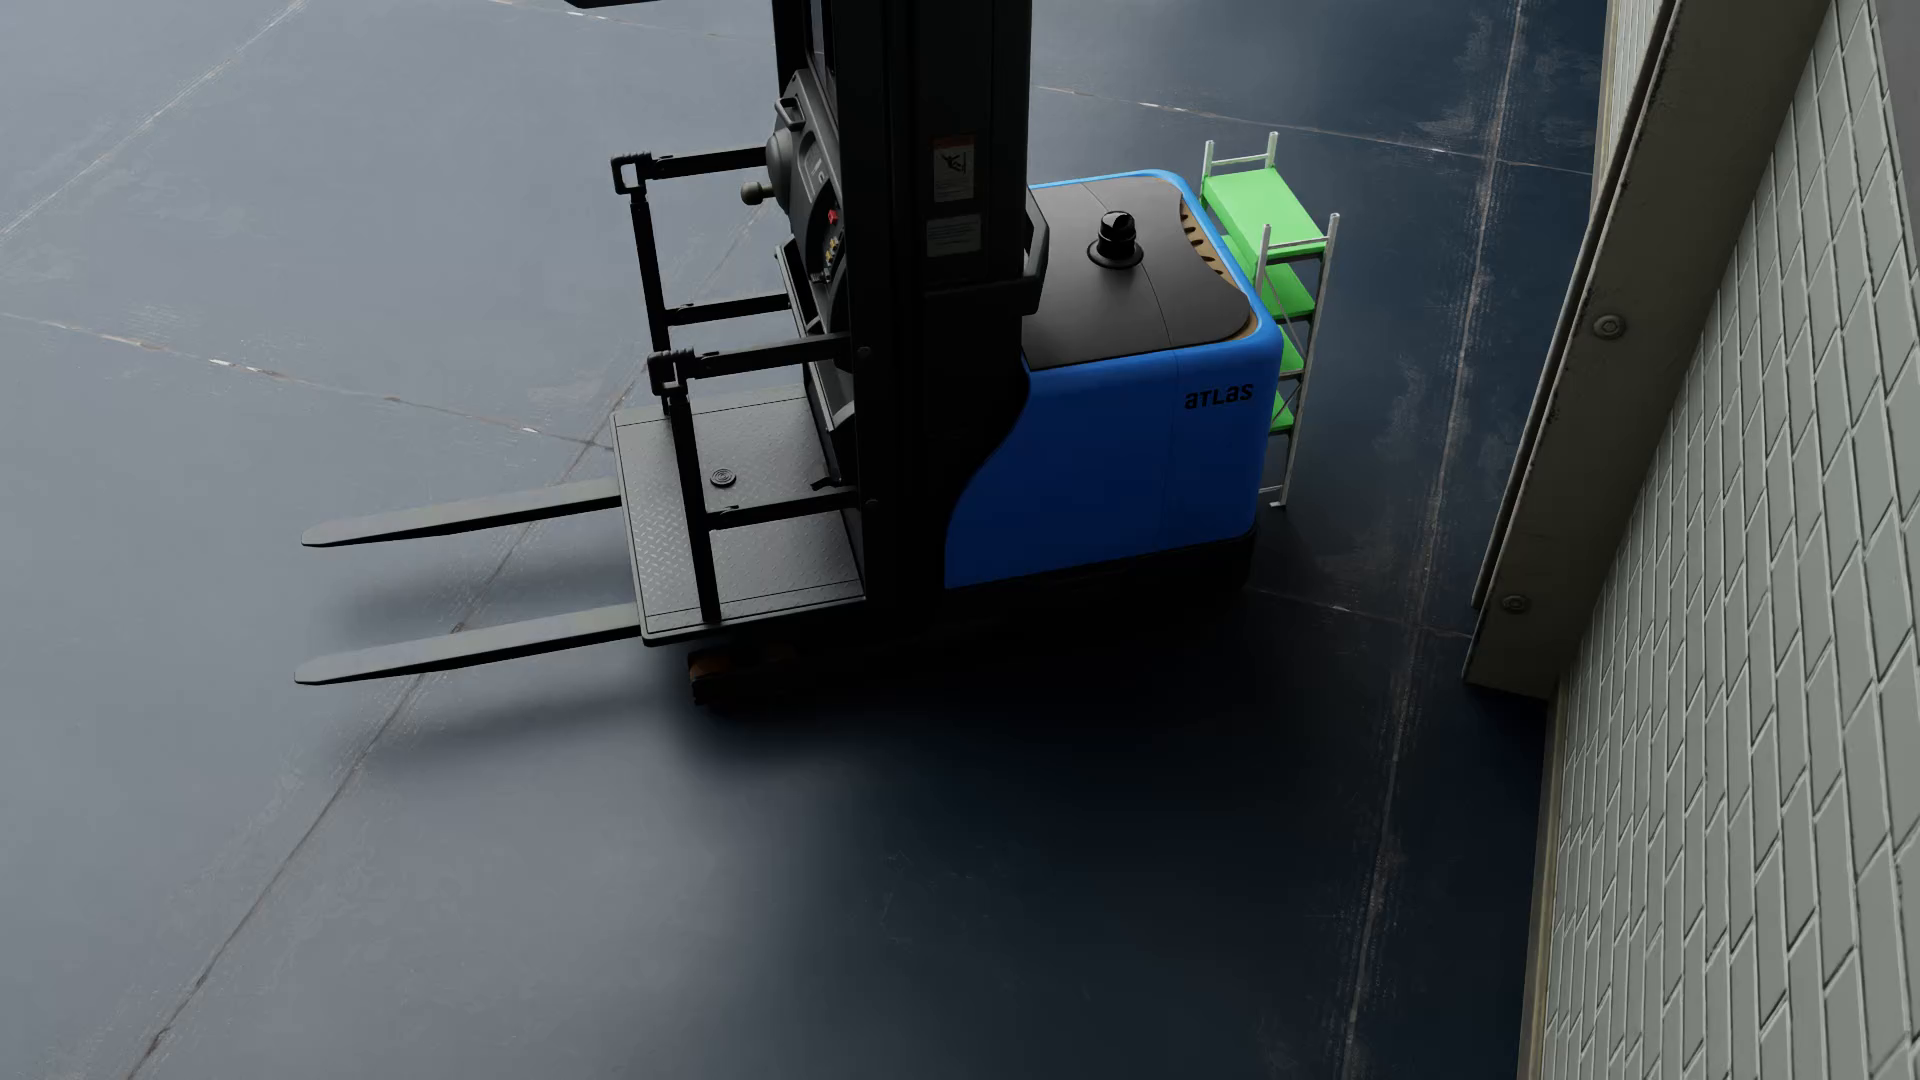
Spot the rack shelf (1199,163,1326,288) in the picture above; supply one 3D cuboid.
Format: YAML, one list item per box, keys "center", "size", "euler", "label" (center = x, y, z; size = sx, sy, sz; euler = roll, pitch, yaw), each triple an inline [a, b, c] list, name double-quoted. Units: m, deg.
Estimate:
- center: [0.971, -1.000, 5.319]
  size: [0.258, 0.148, 0.480]
  euler: [-10, 45, -10]
  label: "rack shelf"

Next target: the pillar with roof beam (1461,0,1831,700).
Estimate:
- center: [-2.300, -3.781, 3.180]
  size: [9.100, 9.000, 0.400]
  euler: [13, 46, 13]
  label: "pillar with roof beam"

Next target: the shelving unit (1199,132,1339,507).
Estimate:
- center: [0.971, -0.703, 5.610]
  size: [0.258, 1.200, 0.503]
  euler: [-10, 45, -10]
  label: "shelving unit"

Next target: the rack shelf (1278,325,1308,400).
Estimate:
- center: [0.971, -0.657, 5.655]
  size: [0.258, 0.148, 0.480]
  euler: [-10, 45, -10]
  label: "rack shelf"

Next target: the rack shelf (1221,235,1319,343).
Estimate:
- center: [0.971, -0.828, 5.487]
  size: [0.258, 0.148, 0.480]
  euler: [-10, 45, -10]
  label: "rack shelf"

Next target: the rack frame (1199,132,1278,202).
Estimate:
- center: [0.910, -0.868, 5.779]
  size: [0.240, 1.200, 0.015]
  euler: [-10, 45, -10]
  label: "rack frame"

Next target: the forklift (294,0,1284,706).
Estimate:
- center: [-0.610, -0.942, 4.617]
  size: [3.031, 2.935, 1.130]
  euler: [-10, 45, -10]
  label: "forklift"

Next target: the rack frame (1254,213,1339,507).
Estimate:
- center: [1.032, -0.537, 5.441]
  size: [0.240, 1.200, 0.015]
  euler: [-10, 45, -10]
  label: "rack frame"

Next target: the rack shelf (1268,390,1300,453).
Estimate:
- center: [0.971, -0.485, 5.823]
  size: [0.258, 0.148, 0.480]
  euler: [-10, 45, -10]
  label: "rack shelf"
